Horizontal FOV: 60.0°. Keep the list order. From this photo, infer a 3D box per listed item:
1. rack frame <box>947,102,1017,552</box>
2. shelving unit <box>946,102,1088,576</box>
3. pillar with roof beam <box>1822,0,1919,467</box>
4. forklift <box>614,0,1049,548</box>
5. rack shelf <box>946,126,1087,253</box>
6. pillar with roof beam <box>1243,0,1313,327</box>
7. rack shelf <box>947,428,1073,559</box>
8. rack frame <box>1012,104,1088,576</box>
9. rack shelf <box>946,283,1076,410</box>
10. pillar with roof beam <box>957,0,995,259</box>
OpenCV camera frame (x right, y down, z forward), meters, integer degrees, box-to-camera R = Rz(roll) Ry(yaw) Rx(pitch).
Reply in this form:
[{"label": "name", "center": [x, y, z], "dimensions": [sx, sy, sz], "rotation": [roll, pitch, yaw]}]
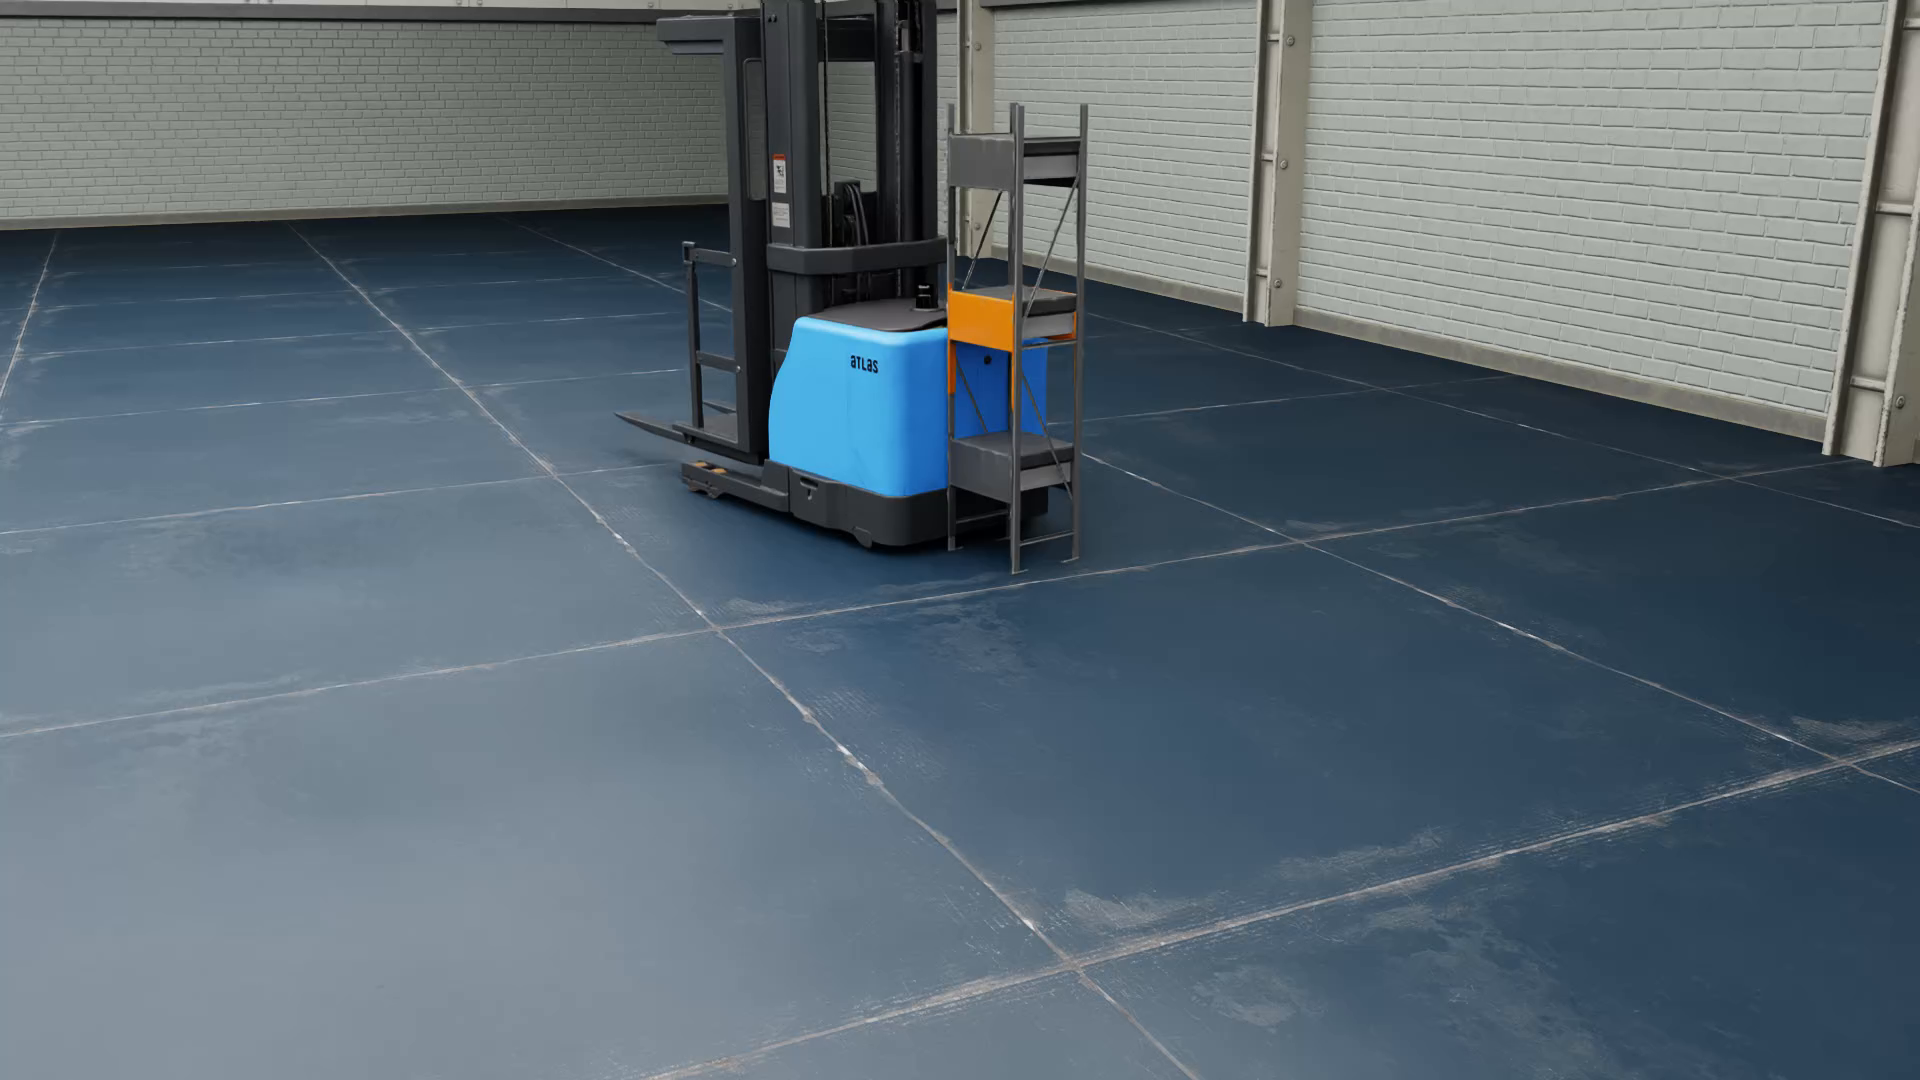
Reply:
[{"label": "rack frame", "center": [0.103, -0.985, 7.877], "dimensions": [0.400, 2.100, 0.015], "rotation": [-12, 20, -36]}, {"label": "shelving unit", "center": [0.252, -0.932, 7.691], "dimensions": [0.431, 2.100, 0.503], "rotation": [-12, 20, -36]}, {"label": "pillar with roof beam", "center": [1.574, -4.299, 6.918], "dimensions": [9.100, 9.000, 0.400], "rotation": [-8, 18, -25]}, {"label": "forklift", "center": [-0.882, -1.711, 8.898], "dimensions": [1.130, 2.935, 3.031], "rotation": [-13, 21, -38]}, {"label": "rack shelf", "center": [0.252, -1.592, 7.502], "dimensions": [0.431, 0.518, 0.480], "rotation": [-12, 20, -36]}, {"label": "pillar with roof beam", "center": [-1.054, -5.787, 12.102], "dimensions": [9.100, 9.000, 0.400], "rotation": [-8, 18, -25]}, {"label": "rack shelf", "center": [0.252, -0.246, 7.888], "dimensions": [0.431, 0.518, 0.480], "rotation": [-12, 20, -36]}, {"label": "rack frame", "center": [0.402, -0.879, 7.505], "dimensions": [0.400, 2.100, 0.015], "rotation": [-12, 20, -36]}, {"label": "rack shelf", "center": [0.252, -0.919, 7.695], "dimensions": [0.431, 0.518, 0.480], "rotation": [-12, 20, -36]}, {"label": "pillar with roof beam", "center": [-3.683, -7.275, 17.287], "dimensions": [9.100, 9.000, 0.400], "rotation": [-8, 18, -25]}]
